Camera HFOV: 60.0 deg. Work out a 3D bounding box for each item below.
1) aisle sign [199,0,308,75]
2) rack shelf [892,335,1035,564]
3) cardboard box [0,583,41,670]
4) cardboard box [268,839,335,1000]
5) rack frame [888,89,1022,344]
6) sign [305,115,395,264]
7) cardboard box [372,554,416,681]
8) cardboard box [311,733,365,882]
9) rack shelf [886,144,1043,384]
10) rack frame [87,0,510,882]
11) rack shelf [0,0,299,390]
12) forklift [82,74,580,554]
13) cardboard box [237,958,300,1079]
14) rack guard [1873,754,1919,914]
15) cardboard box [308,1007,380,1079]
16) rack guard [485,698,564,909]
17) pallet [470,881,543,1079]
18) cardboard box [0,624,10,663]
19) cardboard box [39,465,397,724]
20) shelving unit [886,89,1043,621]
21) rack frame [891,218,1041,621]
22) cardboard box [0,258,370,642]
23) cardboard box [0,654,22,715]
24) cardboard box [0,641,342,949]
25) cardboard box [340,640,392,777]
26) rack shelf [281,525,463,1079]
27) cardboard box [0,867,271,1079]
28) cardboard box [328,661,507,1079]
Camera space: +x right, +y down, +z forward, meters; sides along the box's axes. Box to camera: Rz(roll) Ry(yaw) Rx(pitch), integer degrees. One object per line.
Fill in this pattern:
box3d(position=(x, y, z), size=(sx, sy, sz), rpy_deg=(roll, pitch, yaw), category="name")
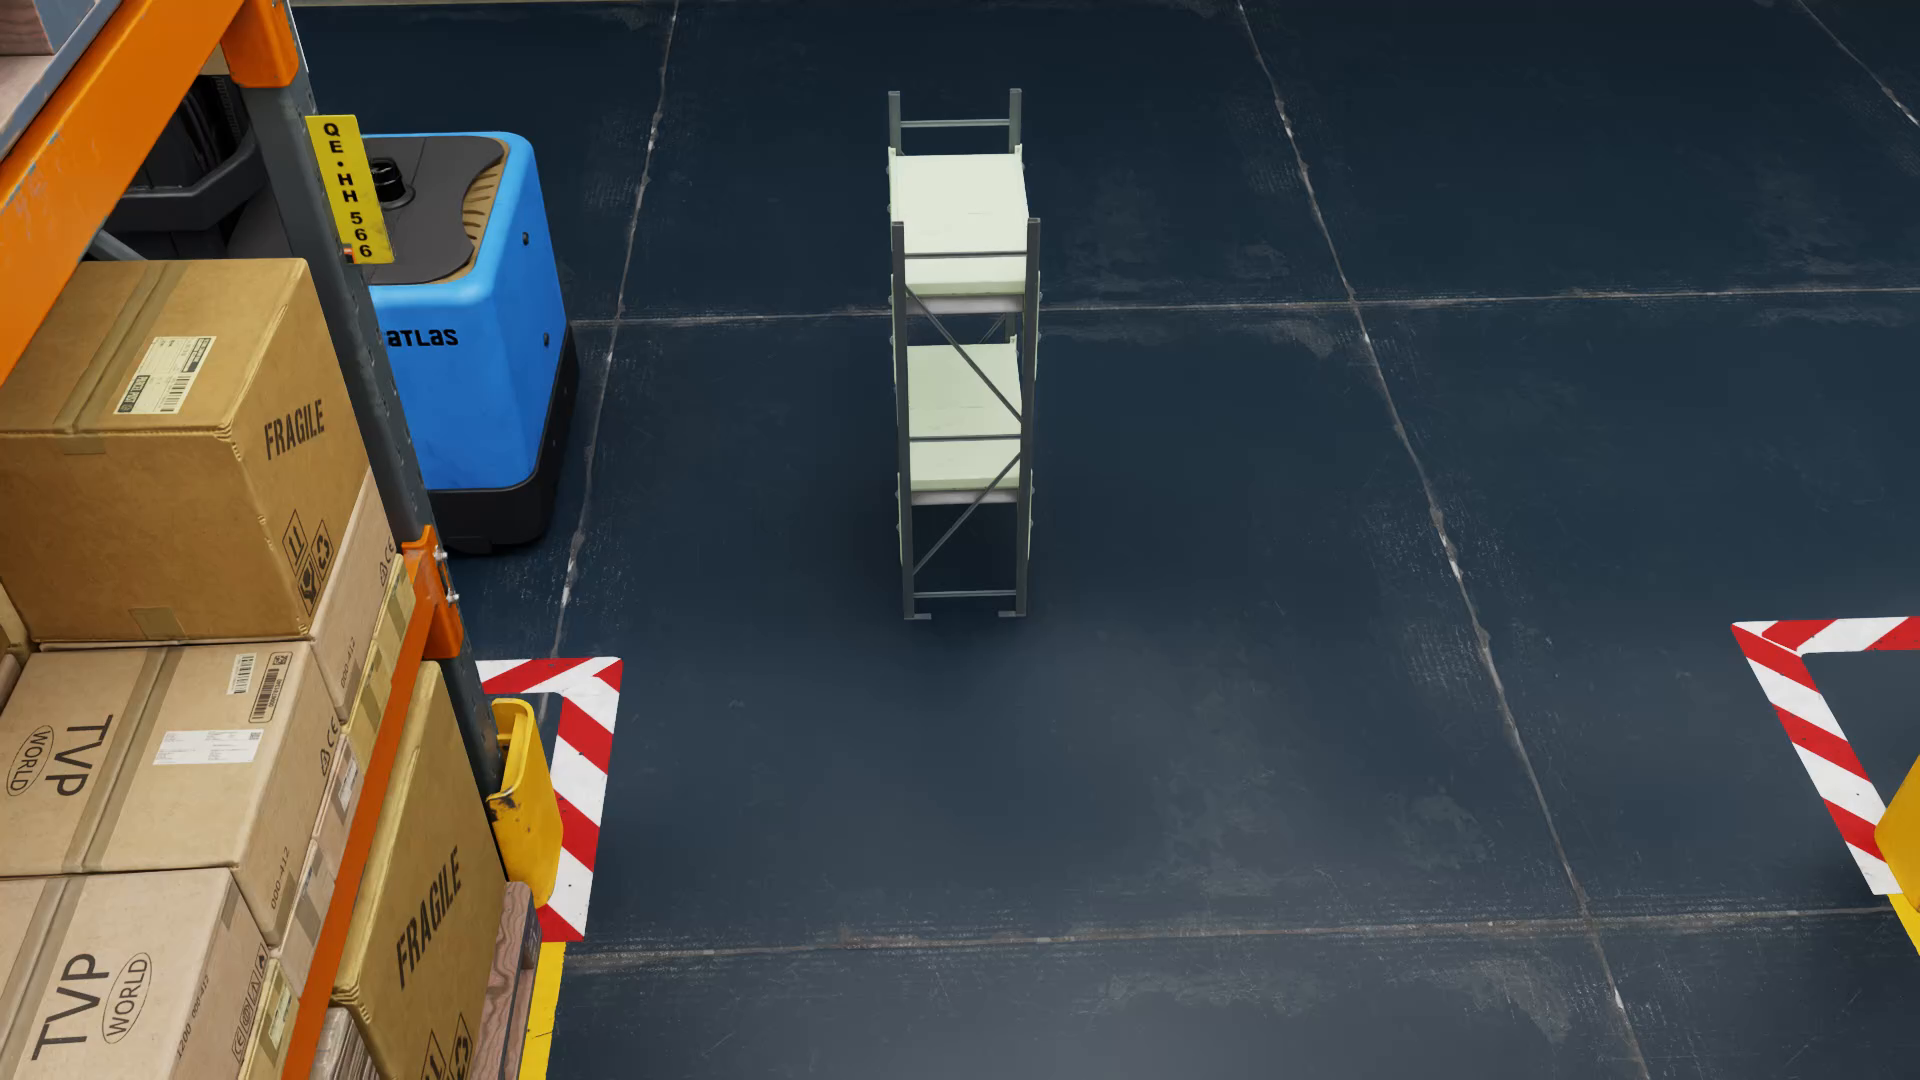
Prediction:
box3d(position=(-1.434, -1.173, 2.885), size=(0.394, 0.787, 0.004), rpy_deg=(-2, 43, -2), category="aisle sign")
box3d(position=(0.000, -0.308, 5.459), size=(0.431, 0.370, 0.720), rpy_deg=(-2, 43, -2), category="rack shelf")
box3d(position=(-1.980, 0.120, 3.290), size=(0.500, 0.250, 0.500), rpy_deg=(-3, 43, -3), category="cardboard box")
box3d(position=(-1.355, 0.681, 2.973), size=(0.380, 0.149, 0.250), rpy_deg=(-1, 43, -1), category="cardboard box")
box3d(position=(-0.015, -0.795, 5.508), size=(0.400, 1.500, 0.023), rpy_deg=(-2, 43, -2), category="rack frame")
box3d(position=(-1.188, -0.677, 3.237), size=(0.100, 0.325, 0.005), rpy_deg=(-2, 43, -2), category="sign")
box3d(position=(-1.387, 0.166, 3.534), size=(0.380, 0.149, 0.250), rpy_deg=(-1, 43, -1), category="cardboard box")
box3d(position=(-1.365, 0.512, 3.157), size=(0.380, 0.149, 0.250), rpy_deg=(-2, 43, -2), category="cardboard box")
box3d(position=(0.000, -0.836, 4.975), size=(0.431, 0.370, 0.720), rpy_deg=(-2, 43, -2), category="rack shelf")
box3d(position=(-1.731, -0.157, 3.702), size=(1.000, 3.000, 0.127), rpy_deg=(-2, 43, -2), category="rack frame")
box3d(position=(-1.646, 0.353, 1.458), size=(1.077, 0.370, 4.000), rpy_deg=(-2, 43, -2), category="rack shelf")
box3d(position=(-2.940, -1.325, 5.027), size=(3.031, 2.935, 1.130), rpy_deg=(-2, 43, -2), category="forklift")
box3d(position=(-1.342, 0.856, 2.782), size=(0.380, 0.149, 0.250), rpy_deg=(-3, 43, -3), category="cardboard box")
box3d(position=(3.232, 0.742, 4.571), size=(1.175, 0.500, 0.348), rpy_deg=(-2, 43, -2), category="rack guard")
box3d(position=(-1.585, 1.515, 3.138), size=(0.875, 0.875, 0.875), rpy_deg=(-2, 43, -2), category="cardboard box")
box3d(position=(-1.732, 0.748, 4.564), size=(1.175, 0.500, 0.348), rpy_deg=(-2, 43, -2), category="rack guard")
box3d(position=(-1.619, 1.408, 4.057), size=(1.003, 0.211, 1.213), rpy_deg=(-2, 43, -2), category="pallet")
box3d(position=(-1.959, 0.181, 2.668), size=(0.500, 0.500, 0.500), rpy_deg=(-3, 43, -3), category="cardboard box")
box3d(position=(-1.445, 0.108, 3.303), size=(0.500, 0.250, 0.500), rpy_deg=(-2, 43, -2), category="cardboard box")
box3d(position=(0.000, -0.548, 5.238), size=(0.431, 1.500, 0.755), rpy_deg=(-2, 43, -2), category="shelving unit")
box3d(position=(0.016, -0.301, 4.969), size=(0.400, 1.500, 0.023), rpy_deg=(-2, 43, -2), category="rack frame")
box3d(position=(-1.448, -0.167, 3.048), size=(0.500, 0.500, 0.500), rpy_deg=(-1, 43, -1), category="cardboard box")
box3d(position=(-1.952, 0.471, 2.907), size=(0.500, 0.250, 0.500), rpy_deg=(-2, 43, -2), category="cardboard box")
box3d(position=(-1.424, 0.451, 2.929), size=(0.500, 0.250, 0.500), rpy_deg=(-2, 43, -3), category="cardboard box")
box3d(position=(-1.374, 0.342, 3.343), size=(0.380, 0.149, 0.250), rpy_deg=(-1, 43, -1), category="cardboard box")
box3d(position=(-1.646, 1.458, 2.472), size=(1.077, 0.370, 4.000), rpy_deg=(-2, 43, -2), category="rack shelf")
box3d(position=(-1.403, 0.794, 2.555), size=(0.500, 0.250, 0.500), rpy_deg=(-3, 43, -3), category="cardboard box")
box3d(position=(-1.624, 0.901, 3.809), size=(0.875, 0.875, 0.875), rpy_deg=(-2, 43, -2), category="cardboard box")
